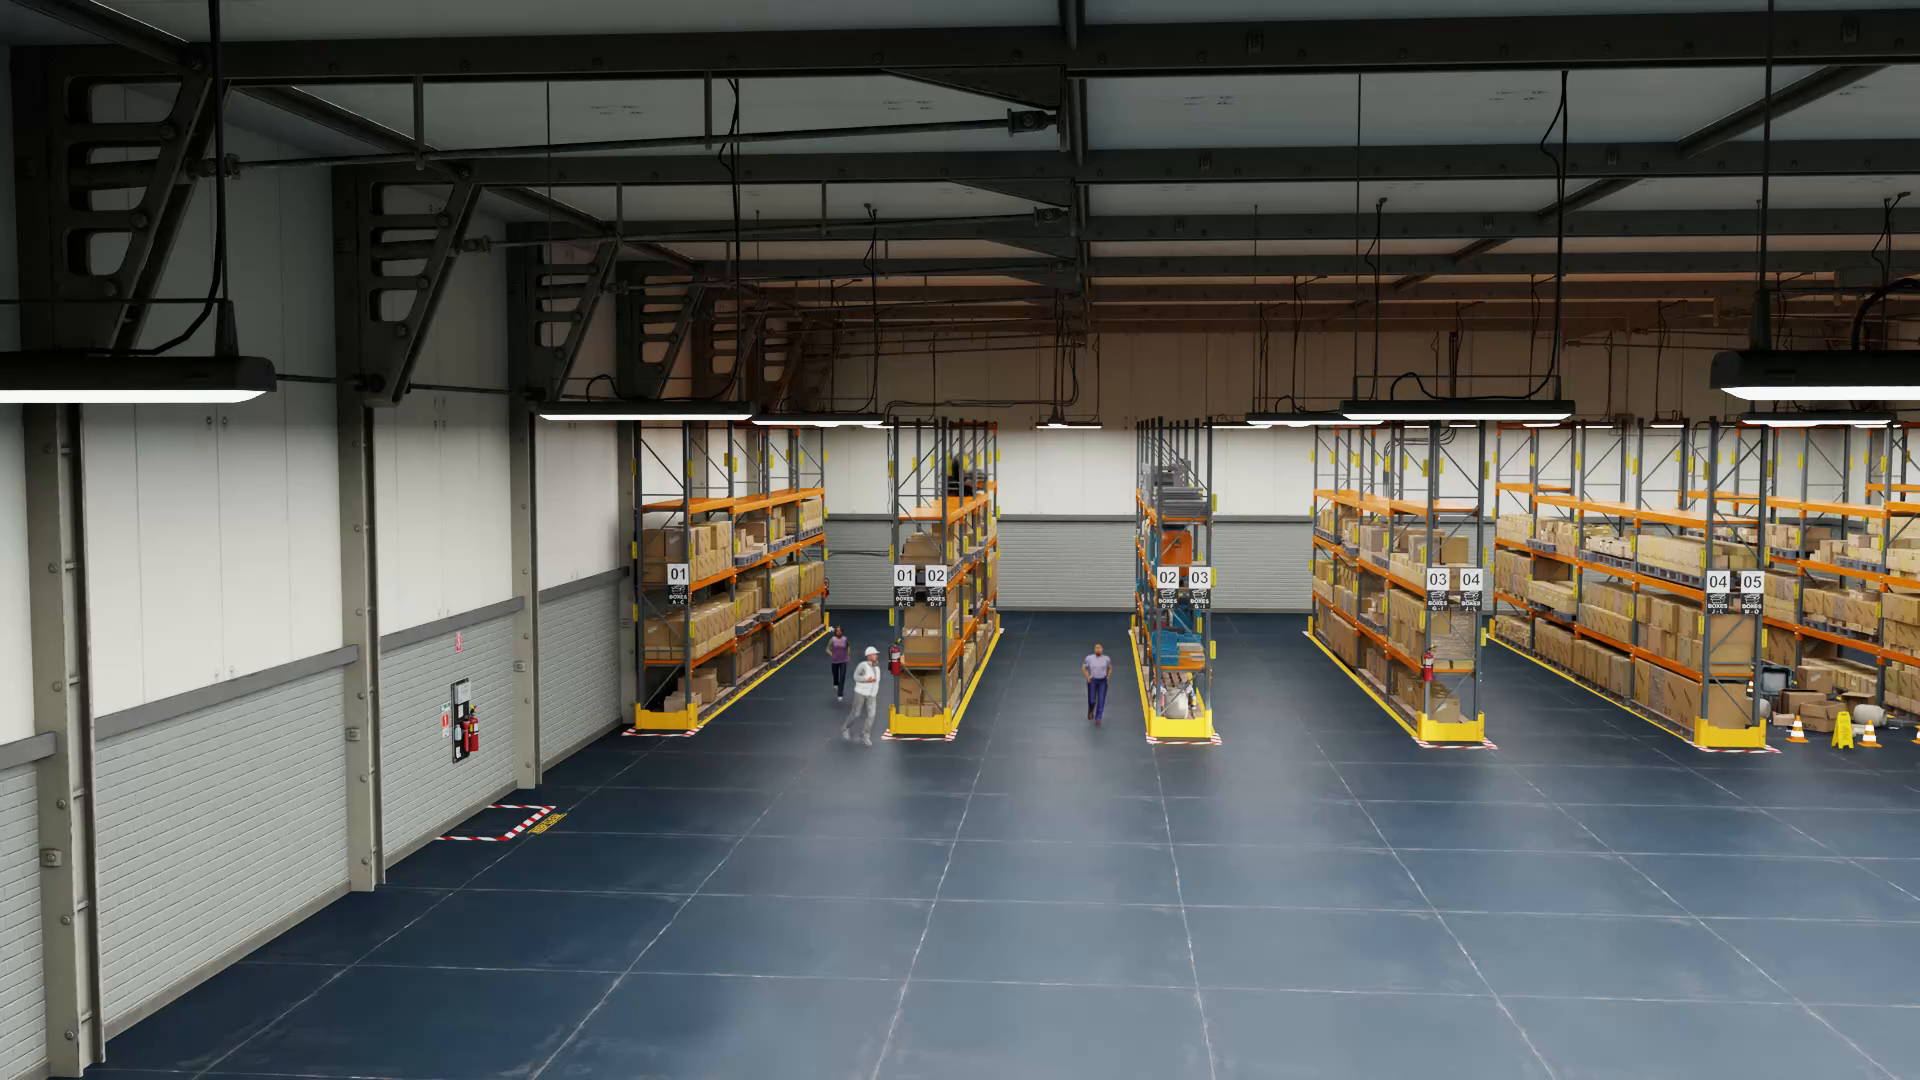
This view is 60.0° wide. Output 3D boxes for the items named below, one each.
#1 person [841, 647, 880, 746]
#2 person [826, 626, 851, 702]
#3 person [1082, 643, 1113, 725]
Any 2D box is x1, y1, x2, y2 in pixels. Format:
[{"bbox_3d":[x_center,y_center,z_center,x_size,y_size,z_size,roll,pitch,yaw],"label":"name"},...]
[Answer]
[{"bbox_3d":[-1.711,2.847,30.619,0.677,1.765,0.894,-3,5,-37],"label":"person"},{"bbox_3d":[-2.582,2.618,35.445,0.544,1.590,0.841,0,4,-8],"label":"person"},{"bbox_3d":[2.693,2.810,32.448,0.588,1.587,0.504,0,4,-1],"label":"person"}]
